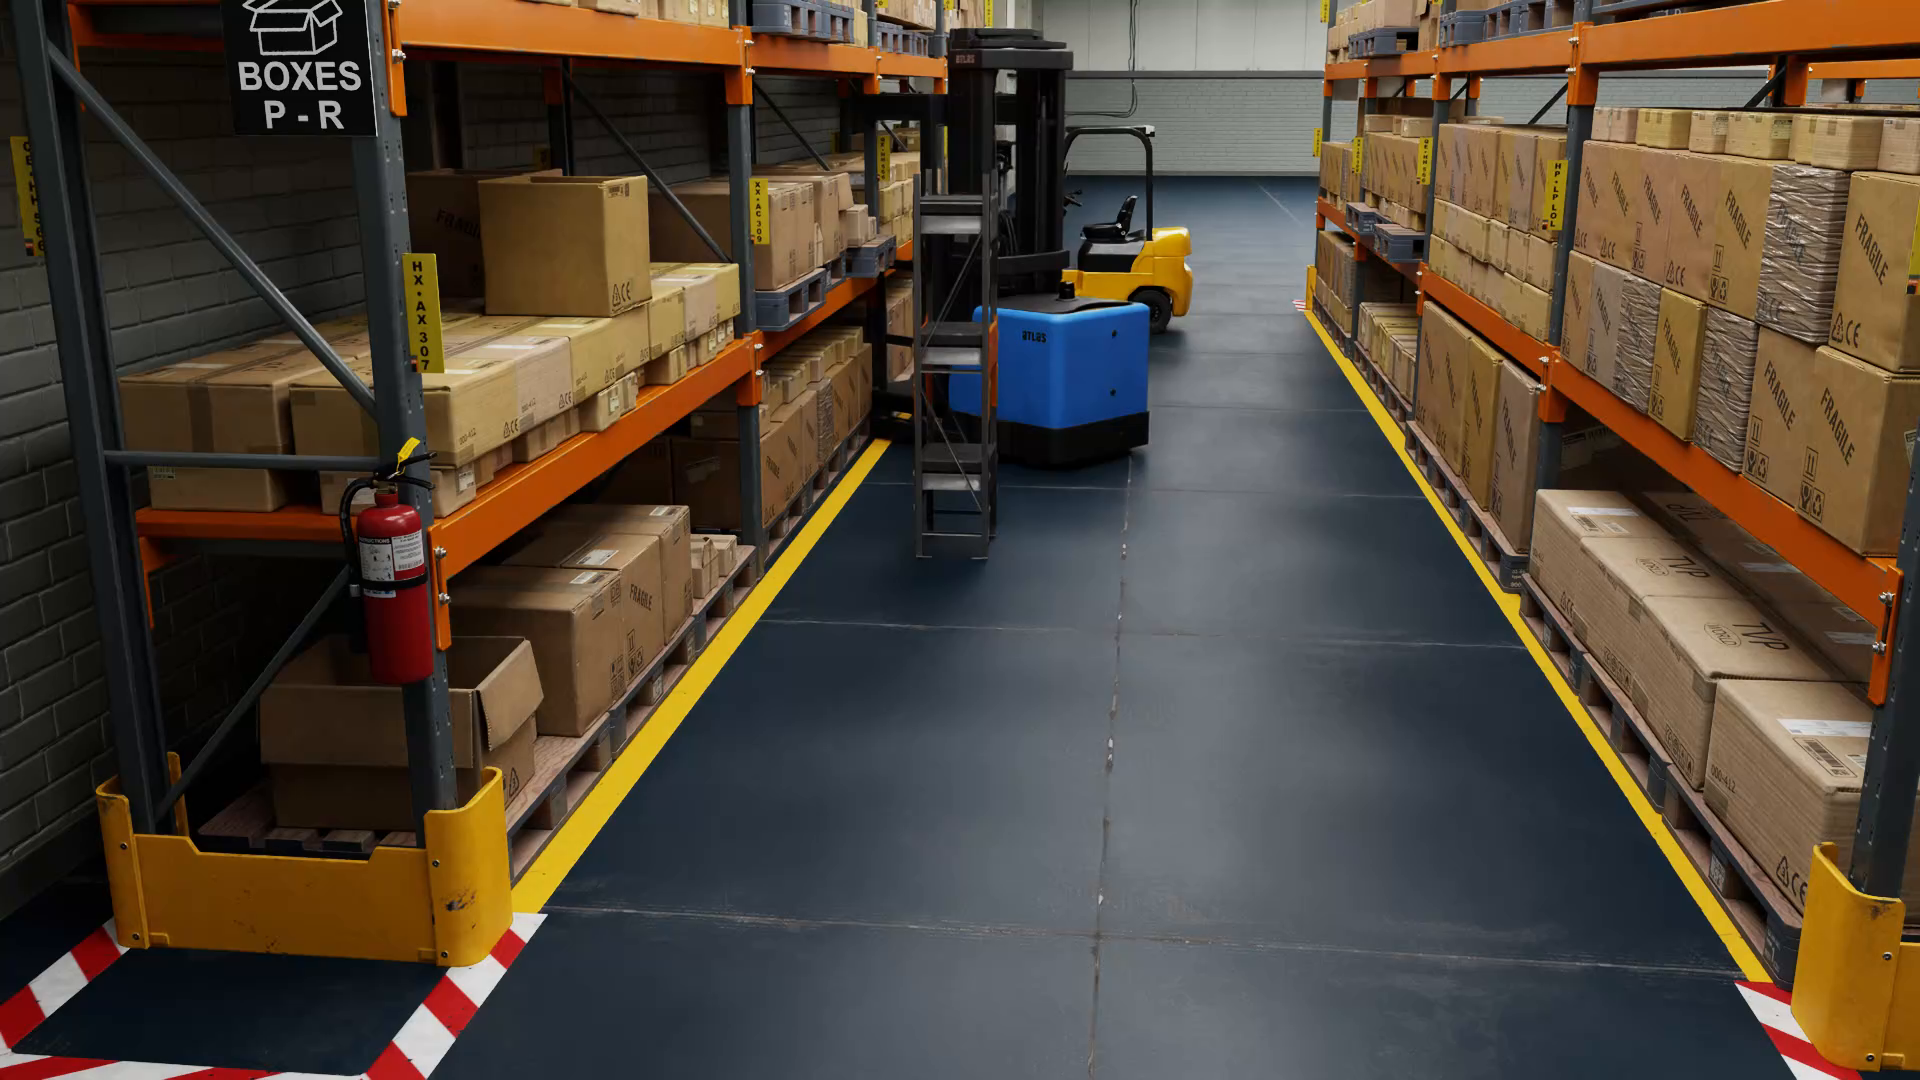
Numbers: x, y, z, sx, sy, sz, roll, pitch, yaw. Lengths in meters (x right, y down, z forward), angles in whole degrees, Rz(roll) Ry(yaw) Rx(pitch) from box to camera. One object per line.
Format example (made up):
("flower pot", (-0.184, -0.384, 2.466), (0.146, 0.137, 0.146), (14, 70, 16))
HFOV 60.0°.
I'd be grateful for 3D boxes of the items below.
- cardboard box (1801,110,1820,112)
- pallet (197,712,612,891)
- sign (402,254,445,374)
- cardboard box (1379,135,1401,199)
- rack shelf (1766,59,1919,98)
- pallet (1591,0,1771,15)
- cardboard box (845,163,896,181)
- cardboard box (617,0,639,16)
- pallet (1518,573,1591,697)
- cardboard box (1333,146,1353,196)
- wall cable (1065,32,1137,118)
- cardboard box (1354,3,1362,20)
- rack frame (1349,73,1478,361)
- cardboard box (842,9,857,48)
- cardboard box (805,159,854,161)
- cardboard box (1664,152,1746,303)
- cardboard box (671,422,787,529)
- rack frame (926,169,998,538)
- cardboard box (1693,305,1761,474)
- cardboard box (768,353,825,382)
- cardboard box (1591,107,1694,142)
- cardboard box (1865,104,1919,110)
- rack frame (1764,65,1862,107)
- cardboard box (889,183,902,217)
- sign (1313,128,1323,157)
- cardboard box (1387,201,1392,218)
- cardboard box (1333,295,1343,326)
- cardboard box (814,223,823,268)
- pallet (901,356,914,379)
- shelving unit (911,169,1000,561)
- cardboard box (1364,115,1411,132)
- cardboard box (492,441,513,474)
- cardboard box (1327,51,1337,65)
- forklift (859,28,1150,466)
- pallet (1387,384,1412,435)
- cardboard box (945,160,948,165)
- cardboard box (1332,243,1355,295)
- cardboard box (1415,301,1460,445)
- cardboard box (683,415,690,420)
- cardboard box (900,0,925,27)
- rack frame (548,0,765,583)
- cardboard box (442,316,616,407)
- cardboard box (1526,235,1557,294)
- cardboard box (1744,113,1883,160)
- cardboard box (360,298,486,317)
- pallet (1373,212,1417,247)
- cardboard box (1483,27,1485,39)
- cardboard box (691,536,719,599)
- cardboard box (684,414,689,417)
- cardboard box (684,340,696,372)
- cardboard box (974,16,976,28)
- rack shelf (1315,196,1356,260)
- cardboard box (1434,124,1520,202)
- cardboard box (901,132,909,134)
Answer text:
("cardboard box", (3.480, -1.600, 6.484), (0.380, 0.149, 0.250), (2, 15, 6))
("pallet", (-1.909, 0.905, 5.913), (1.003, 0.211, 1.213), (2, 15, 6))
("sign", (-1.467, -0.617, 4.539), (0.100, 0.325, 0.005), (2, 15, 6))
("cardboard box", (3.769, -3.072, 13.711), (0.500, 0.500, 0.500), (1, 15, 4))
("rack shelf", (9.435, -4.682, 16.862), (1.077, 0.370, 4.000), (2, 15, 6))
("pallet", (3.274, -2.301, 6.847), (1.003, 0.211, 1.213), (2, 15, 6))
("cardboard box", (-0.727, -2.996, 13.562), (0.380, 0.149, 0.250), (2, 15, 7))
("cardboard box", (-1.447, -2.077, 6.332), (0.380, 0.149, 0.250), (2, 15, 7))
("pallet", (3.214, 0.434, 7.654), (1.003, 0.211, 1.213), (2, 15, 6))
("cardboard box", (4.241, -3.898, 17.570), (0.500, 0.500, 0.500), (1, 15, 5))
("wall cable", (3.856, -14.114, 50.567), (3.097, 2.526, 0.112), (2, 15, 6))
("cardboard box", (4.069, -5.188, 16.309), (0.380, 0.149, 0.250), (2, 15, 8))
("rack frame", (4.280, -3.182, 15.684), (1.000, 3.000, 0.127), (2, 15, 6))
("cardboard box", (-0.976, -3.395, 11.011), (0.500, 0.250, 0.500), (2, 15, 6))
("cardboard box", (-1.124, -3.210, 14.352), (0.380, 0.149, 0.250), (2, 15, 7))
("cardboard box", (2.891, -1.128, 5.979), (0.500, 0.500, 0.500), (2, 15, 6))
("cardboard box", (-1.277, -0.367, 9.258), (0.500, 0.500, 0.500), (2, 15, 9))
("rack frame", (0.009, -1.034, 9.463), (0.400, 2.100, 0.015), (2, 15, 6))
("cardboard box", (2.837, -0.514, 5.626), (0.500, 0.500, 0.500), (2, 15, 8))
("cardboard box", (-1.085, -1.120, 10.801), (0.380, 0.149, 0.250), (1, 15, 4))
("cardboard box", (3.084, -1.877, 7.508), (0.380, 0.149, 0.250), (1, 15, 5))
("cardboard box", (9.232, -3.897, 15.971), (0.875, 0.550, 0.550), (2, 15, 6))
("rack frame", (9.661, -4.100, 19.078), (1.000, 3.000, 0.127), (2, 15, 6))
("cardboard box", (-0.753, -2.697, 13.218), (0.500, 0.250, 0.500), (2, 15, 8))
("sign", (4.192, -4.653, 19.466), (0.100, 0.325, 0.005), (2, 15, 6))
("cardboard box", (3.728, -2.722, 13.660), (0.380, 0.149, 0.250), (1, 15, 4))
("cardboard box", (4.130, -2.357, 17.096), (0.500, 0.250, 0.500), (1, 15, 5))
("cardboard box", (-1.017, -1.739, 9.801), (0.396, 0.266, 0.258), (2, 15, 9))
("pallet", (-0.832, -1.472, 14.700), (1.003, 0.211, 1.213), (2, 15, 6))
("shelving unit", (-0.019, -0.971, 9.229), (0.431, 2.100, 0.503), (2, 15, 6))
("cardboard box", (3.875, -3.778, 15.080), (0.380, 0.149, 0.250), (2, 15, 6))
("cardboard box", (-1.719, -0.307, 5.534), (0.380, 0.149, 0.250), (1, 15, 6))
("cardboard box", (4.371, -5.470, 18.879), (0.380, 0.149, 0.250), (2, 15, 6))
("forklift", (-0.037, -2.231, 12.296), (1.130, 2.935, 3.031), (-14, 21, -43))
("pallet", (3.918, -1.001, 12.960), (1.003, 0.211, 1.213), (2, 15, 6))
("cardboard box", (-0.327, -3.831, 16.649), (0.380, 0.149, 0.250), (2, 15, 8))
("cardboard box", (4.192, -2.845, 17.464), (0.500, 0.500, 0.500), (3, 15, 9))
("cardboard box", (3.668, -1.145, 11.416), (0.875, 0.875, 0.875), (2, 15, 6))
("cardboard box", (-1.729, -0.513, 9.797), (0.500, 0.500, 0.500), (1, 15, 4))
("cardboard box", (-0.579, -4.589, 14.316), (0.500, 0.311, 0.500), (1, 15, 4))
("rack frame", (-1.555, -1.252, 8.547), (1.000, 3.000, 0.127), (2, 15, 6))
("cardboard box", (-1.577, -0.658, 6.068), (0.500, 0.250, 0.500), (1, 15, 5))
("cardboard box", (3.185, -1.398, 8.414), (0.500, 0.250, 0.500), (2, 15, 6))
("cardboard box", (2.857, -1.345, 5.541), (0.380, 0.149, 0.250), (2, 15, 8))
("cardboard box", (-2.039, -0.811, 6.632), (0.500, 0.250, 0.500), (2, 15, 6))
("pallet", (4.011, -2.567, 13.775), (1.003, 0.211, 1.213), (2, 15, 6))
("cardboard box", (3.655, -3.559, 11.813), (0.380, 0.149, 0.250), (2, 15, 6))
("cardboard box", (-1.367, 0.110, 7.941), (0.396, 0.266, 0.258), (2, 15, 8))
("cardboard box", (-1.757, -0.797, 9.606), (0.380, 0.149, 0.250), (2, 15, 7))
("cardboard box", (-1.410, -0.838, 7.494), (0.380, 0.149, 0.250), (2, 15, 8))
("cardboard box", (-0.022, -5.709, 18.544), (0.396, 0.266, 0.258), (2, 15, 6))
("rack shelf", (4.506, -3.354, 17.696), (1.077, 0.370, 4.000), (2, 15, 6))
("cardboard box", (3.530, -2.555, 11.257), (0.500, 0.500, 0.500), (1, 15, 4))
("cardboard box", (-0.740, -4.255, 17.648), (0.380, 0.149, 0.250), (2, 15, 6))
